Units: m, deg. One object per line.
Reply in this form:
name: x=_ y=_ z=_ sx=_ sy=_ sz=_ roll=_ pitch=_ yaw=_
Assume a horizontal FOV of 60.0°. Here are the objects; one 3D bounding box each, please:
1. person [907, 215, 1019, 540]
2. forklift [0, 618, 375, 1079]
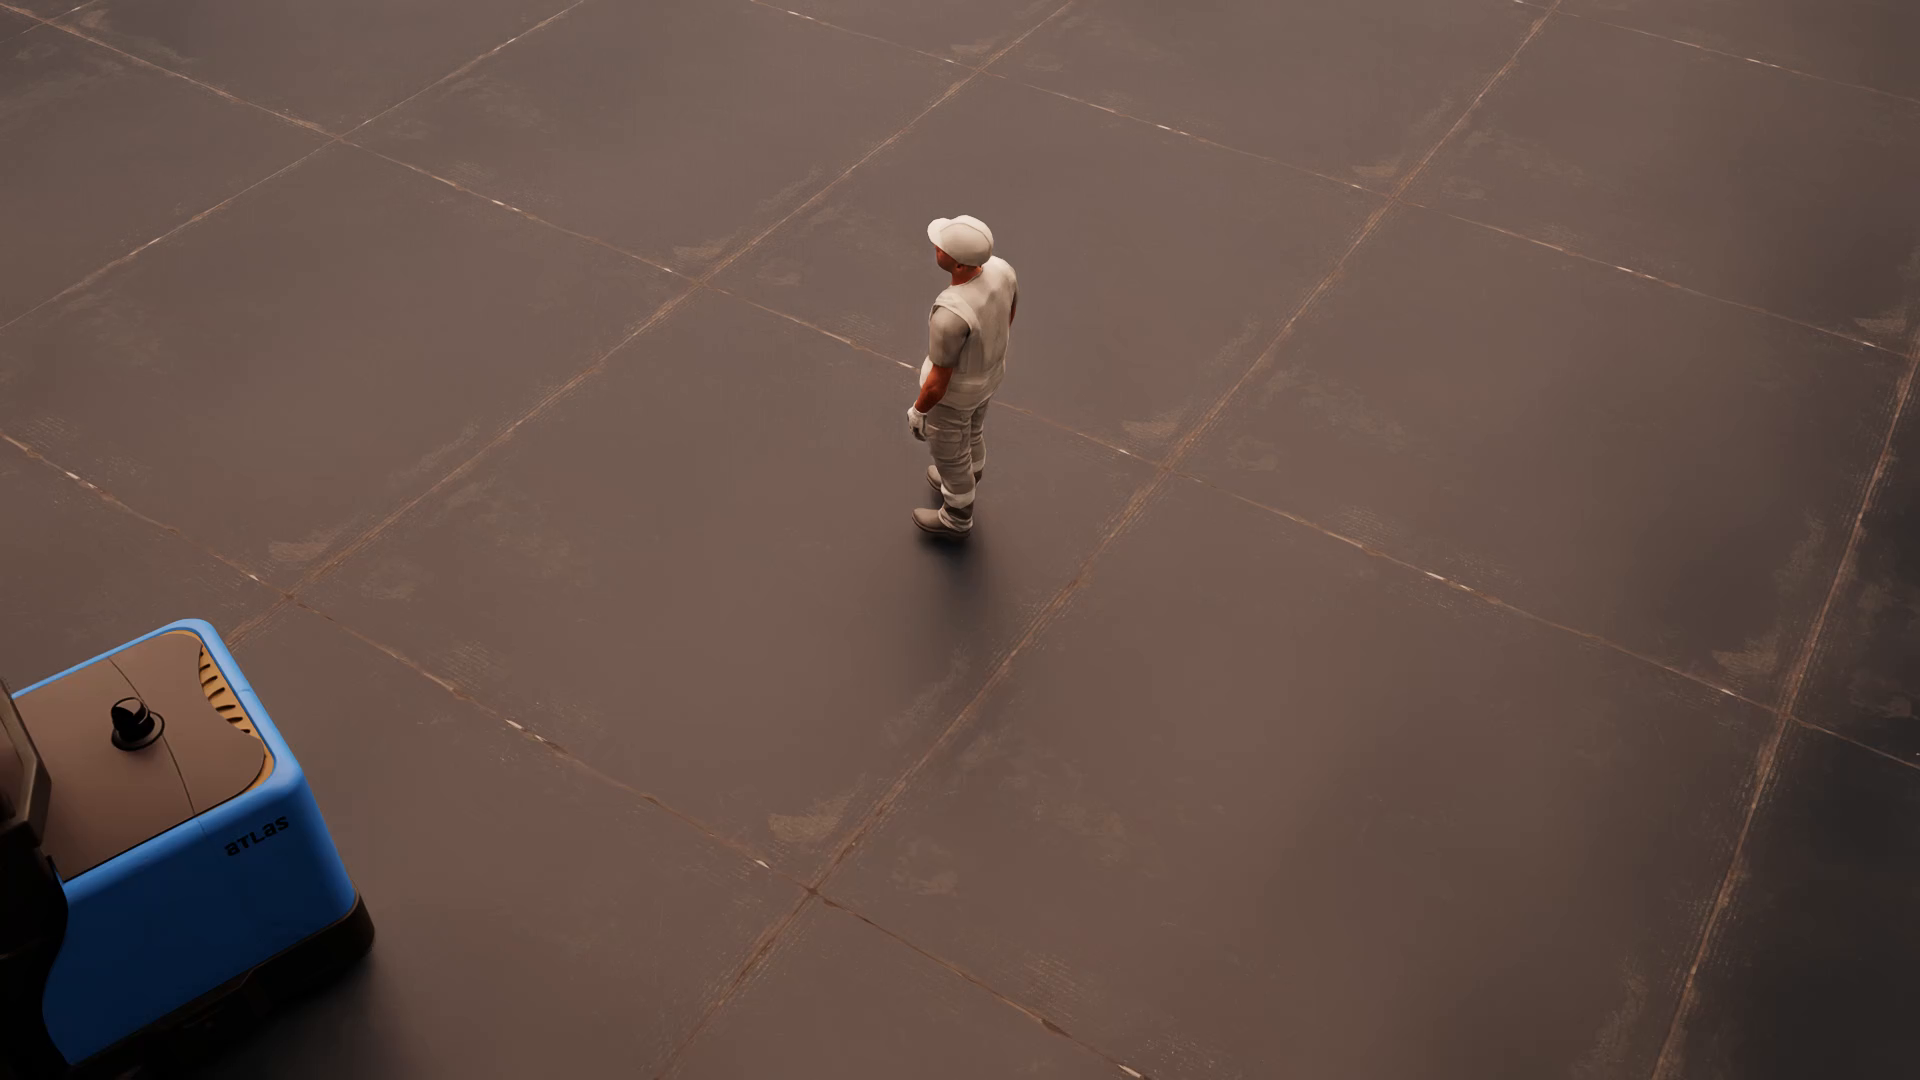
person: x=-0.061 y=-0.721 z=7.369 sx=0.561 sy=1.789 sz=0.637 roll=24 pitch=48 yaw=23
forklift: x=-3.689 y=0.865 z=4.937 sx=3.031 sy=2.935 sz=1.130 roll=-28 pitch=50 yaw=-27
